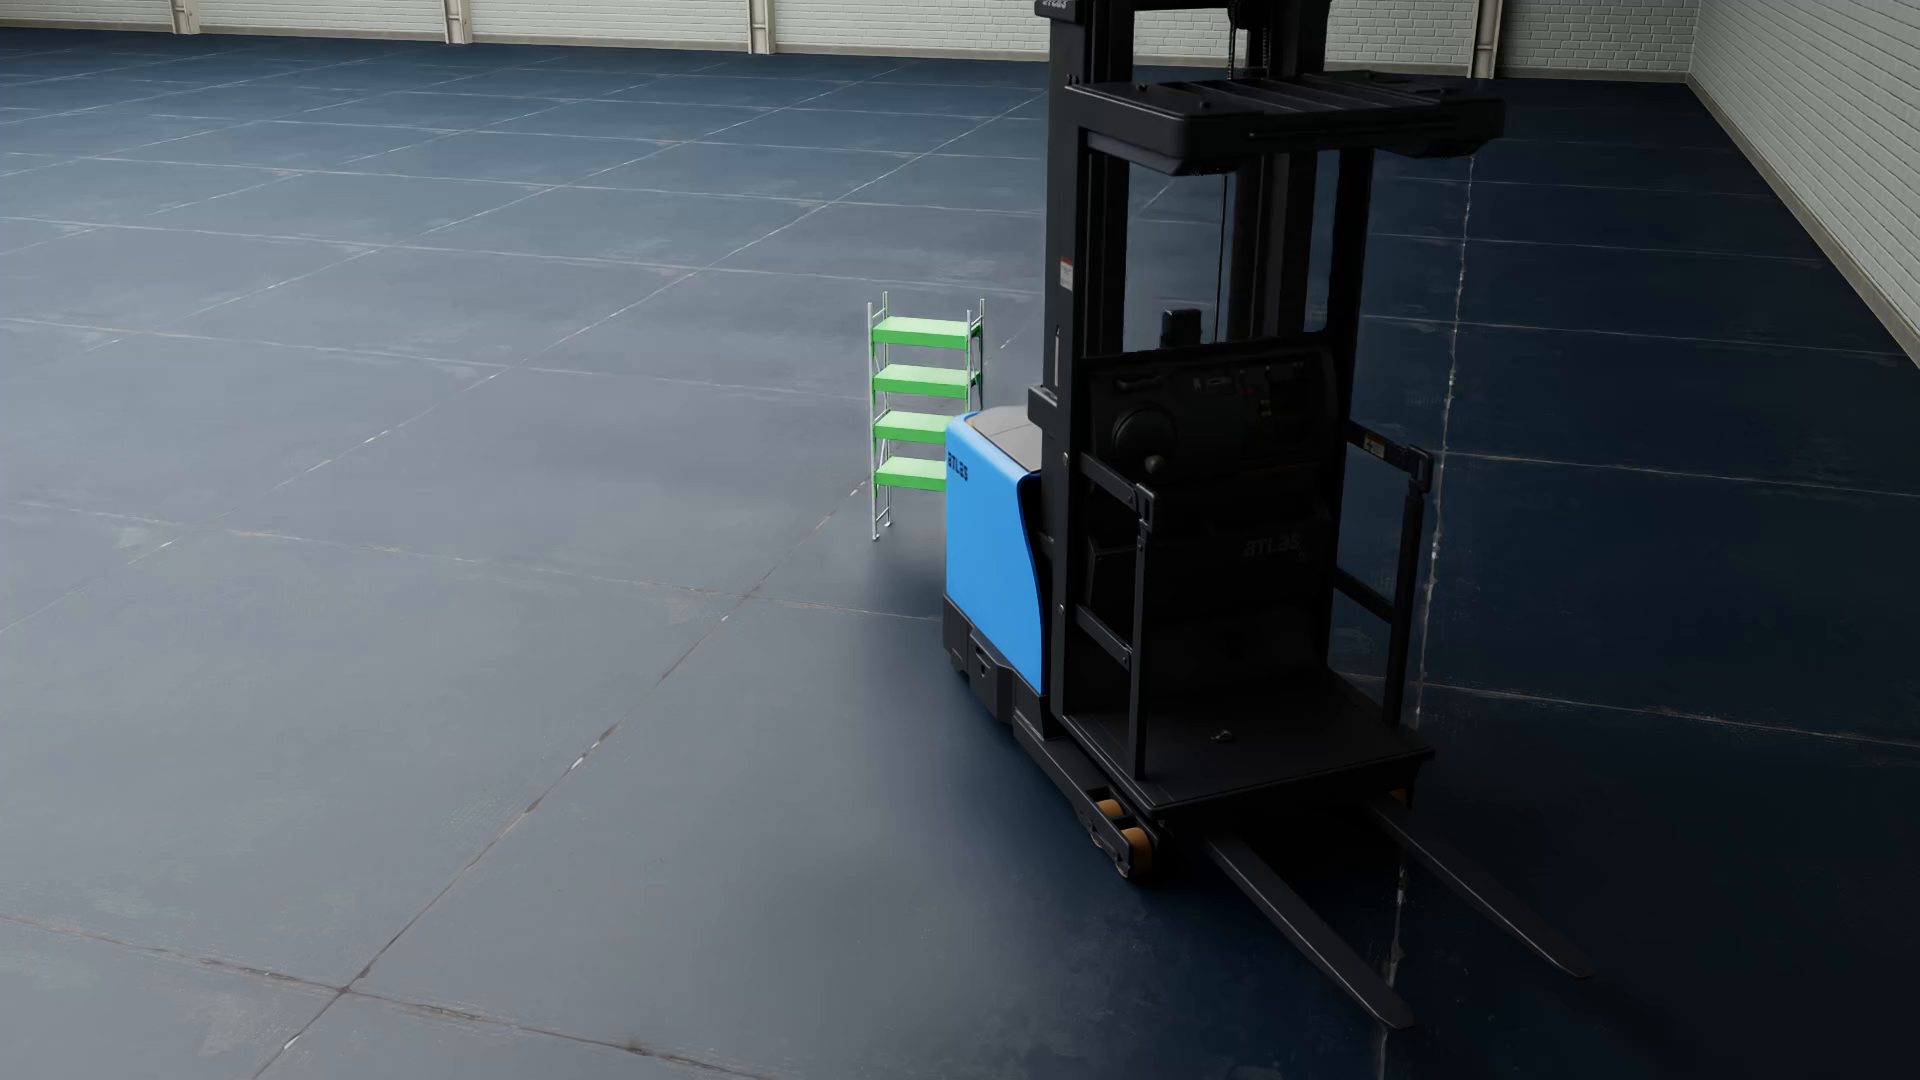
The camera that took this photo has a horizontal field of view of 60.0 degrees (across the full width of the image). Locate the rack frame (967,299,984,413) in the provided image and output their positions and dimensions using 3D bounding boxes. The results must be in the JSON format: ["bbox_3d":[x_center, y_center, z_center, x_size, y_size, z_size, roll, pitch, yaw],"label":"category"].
[{"bbox_3d":[0.075,-0.547,8.021,0.015,1.200,0.240,7,23,16],"label":"rack frame"}]

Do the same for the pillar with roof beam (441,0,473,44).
[{"bbox_3d":[-10.425,-11.730,25.008,0.400,9.000,9.100,7,23,16],"label":"pillar with roof beam"}]

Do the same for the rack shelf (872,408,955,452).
[{"bbox_3d":[-0.158,-0.514,8.111,0.480,0.148,0.258,7,23,16],"label":"rack shelf"}]

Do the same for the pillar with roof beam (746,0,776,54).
[{"bbox_3d":[-4.681,-11.072,23.404,0.400,9.000,9.100,7,23,16],"label":"pillar with roof beam"}]

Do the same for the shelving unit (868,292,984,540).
[{"bbox_3d":[-0.158,-0.573,8.087,0.503,1.200,0.258,7,23,16],"label":"shelving unit"}]

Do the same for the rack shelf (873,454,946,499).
[{"bbox_3d":[-0.158,-0.292,8.202,0.480,0.148,0.258,7,23,16],"label":"rack shelf"}]

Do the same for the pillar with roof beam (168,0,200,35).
[{"bbox_3d":[-16.170,-12.387,26.611,0.400,9.000,9.100,7,23,16],"label":"pillar with roof beam"}]

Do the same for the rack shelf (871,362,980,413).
[{"bbox_3d":[-0.158,-0.736,8.020,0.480,0.148,0.258,7,23,16],"label":"rack shelf"}]

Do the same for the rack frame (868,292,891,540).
[{"bbox_3d":[-0.392,-0.600,8.152,0.015,1.200,0.240,7,23,16],"label":"rack frame"}]

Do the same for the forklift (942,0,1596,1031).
[{"bbox_3d":[0.936,-0.413,5.415,1.130,2.935,3.031,-8,24,-20],"label":"forklift"}]

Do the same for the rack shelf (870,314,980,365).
[{"bbox_3d":[-0.158,-0.958,7.929,0.480,0.148,0.258,7,23,16],"label":"rack shelf"}]

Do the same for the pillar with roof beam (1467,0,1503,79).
[{"bbox_3d":[6.807,-9.756,20.197,0.400,9.000,9.100,7,23,16],"label":"pillar with roof beam"}]
